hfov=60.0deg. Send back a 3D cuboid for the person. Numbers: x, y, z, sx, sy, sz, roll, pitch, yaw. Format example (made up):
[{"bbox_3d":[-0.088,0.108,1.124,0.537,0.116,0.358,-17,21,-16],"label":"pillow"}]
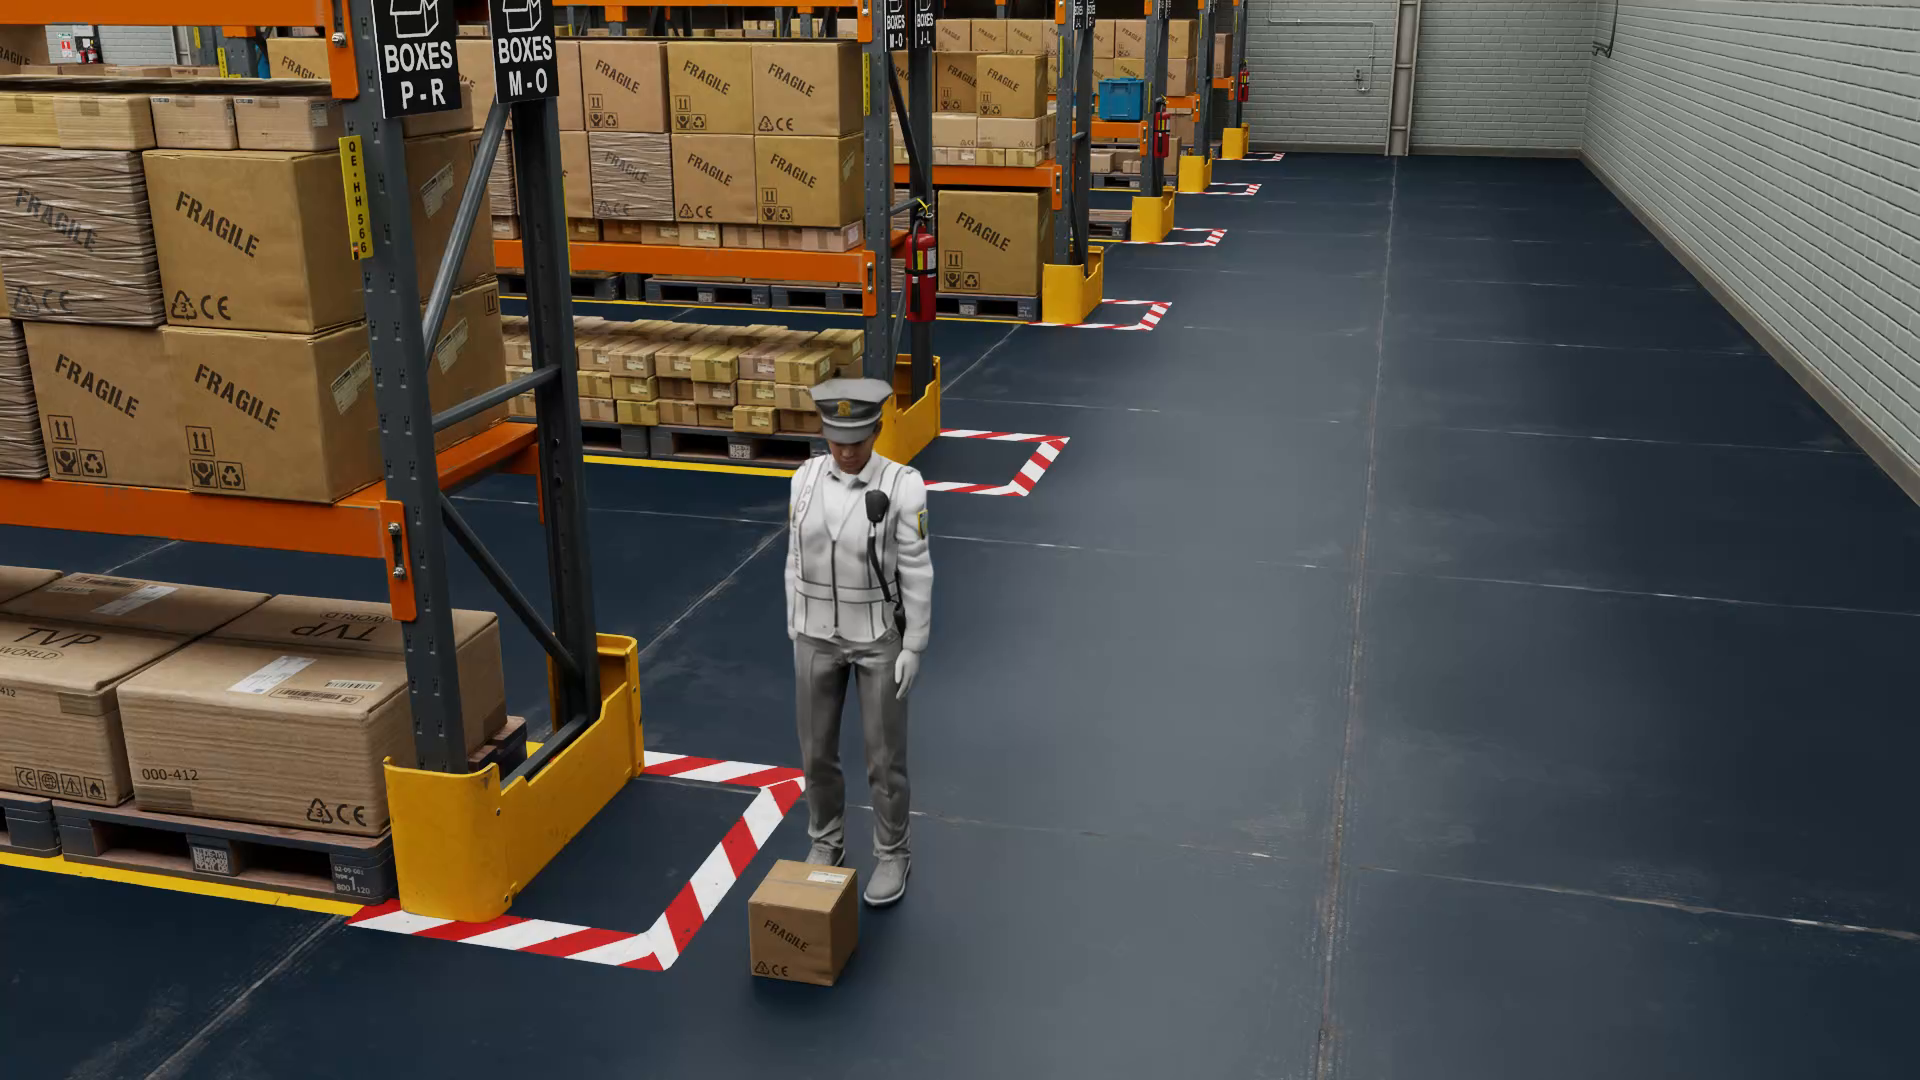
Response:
[{"bbox_3d":[-0.315,0.321,5.109,0.471,1.664,0.327,5,19,15],"label":"person"}]
